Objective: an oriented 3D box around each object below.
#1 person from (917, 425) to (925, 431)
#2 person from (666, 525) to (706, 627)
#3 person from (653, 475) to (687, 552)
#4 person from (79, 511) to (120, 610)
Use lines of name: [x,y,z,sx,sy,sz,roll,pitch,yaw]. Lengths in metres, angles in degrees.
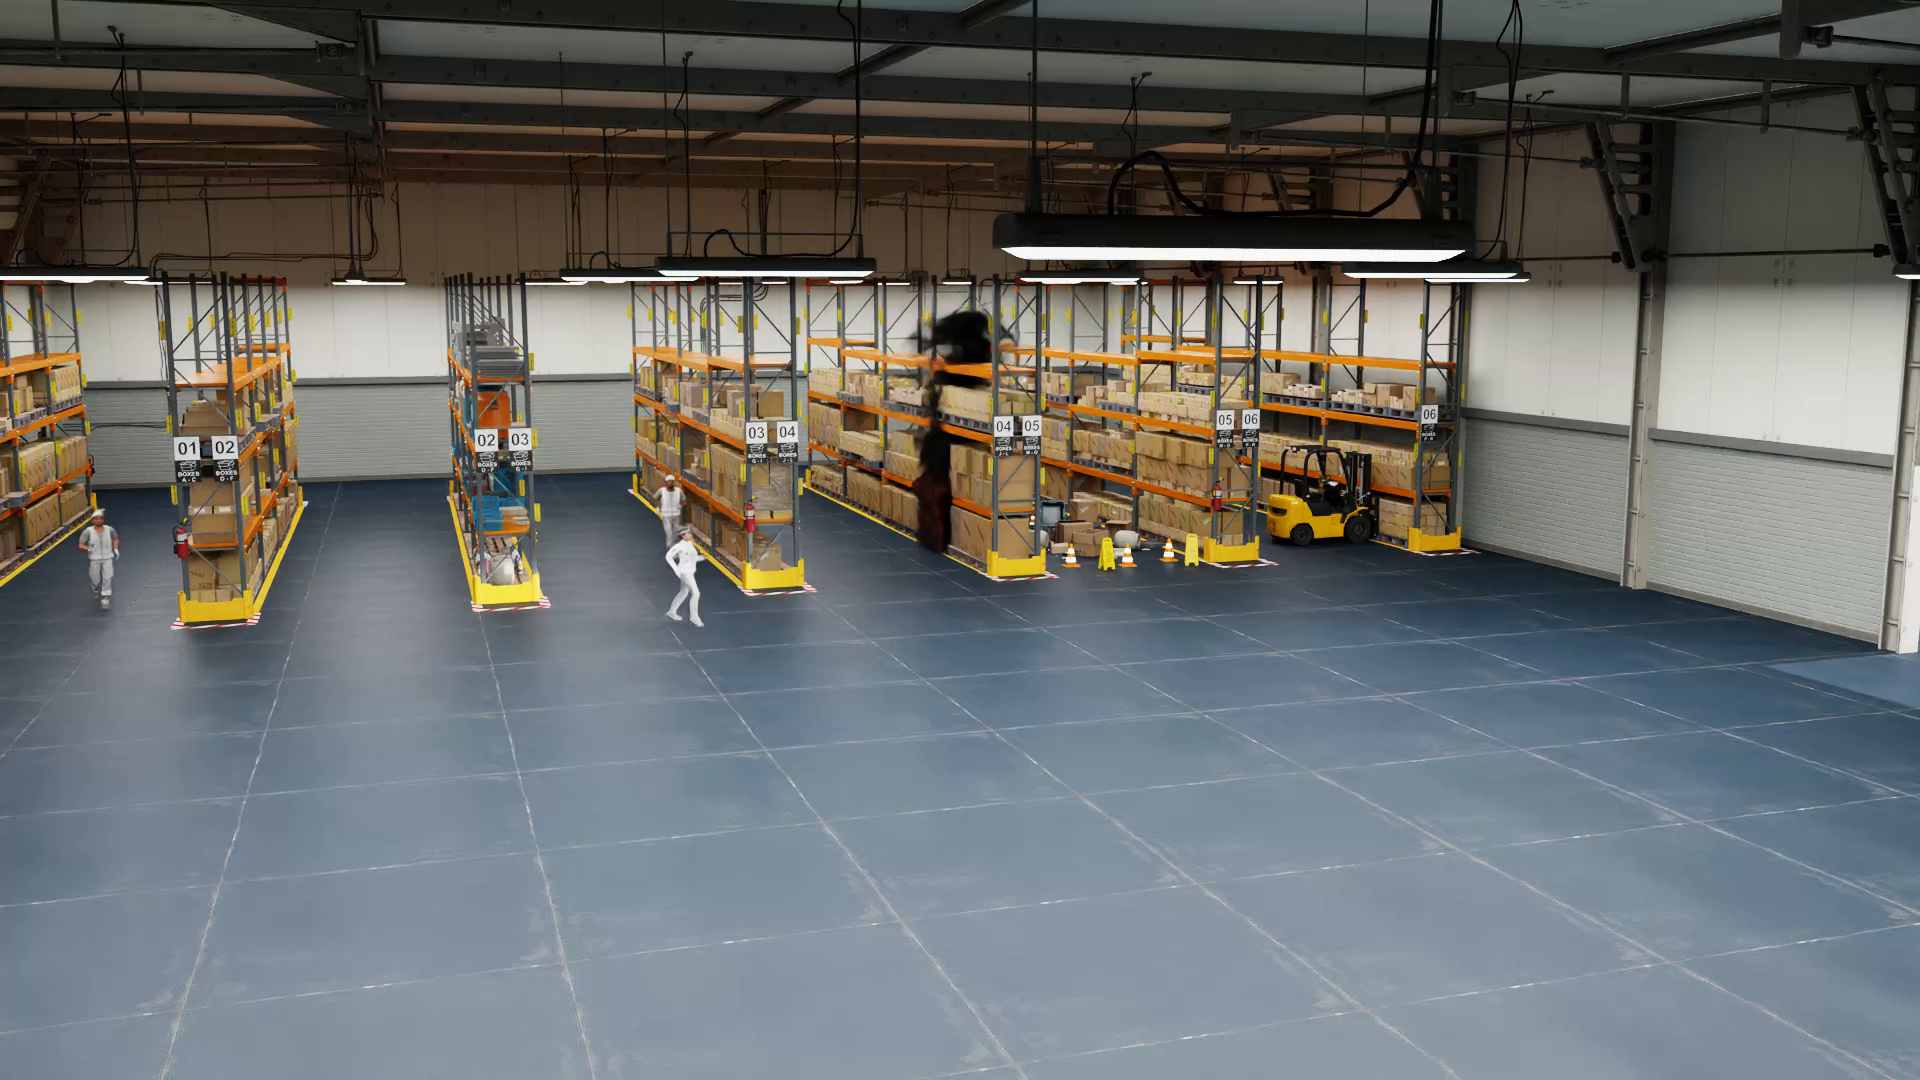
person: [-1.198,-2.776,50.892,0.671,1.671,0.655,-2,9,-16]
person: [-4.696,0.613,28.432,0.765,1.745,0.583,2,9,12]
person: [-6.176,-0.542,35.511,0.703,1.716,0.712,-4,9,-23]
person: [-15.474,0.349,29.925,0.650,1.757,0.782,-6,10,-33]
